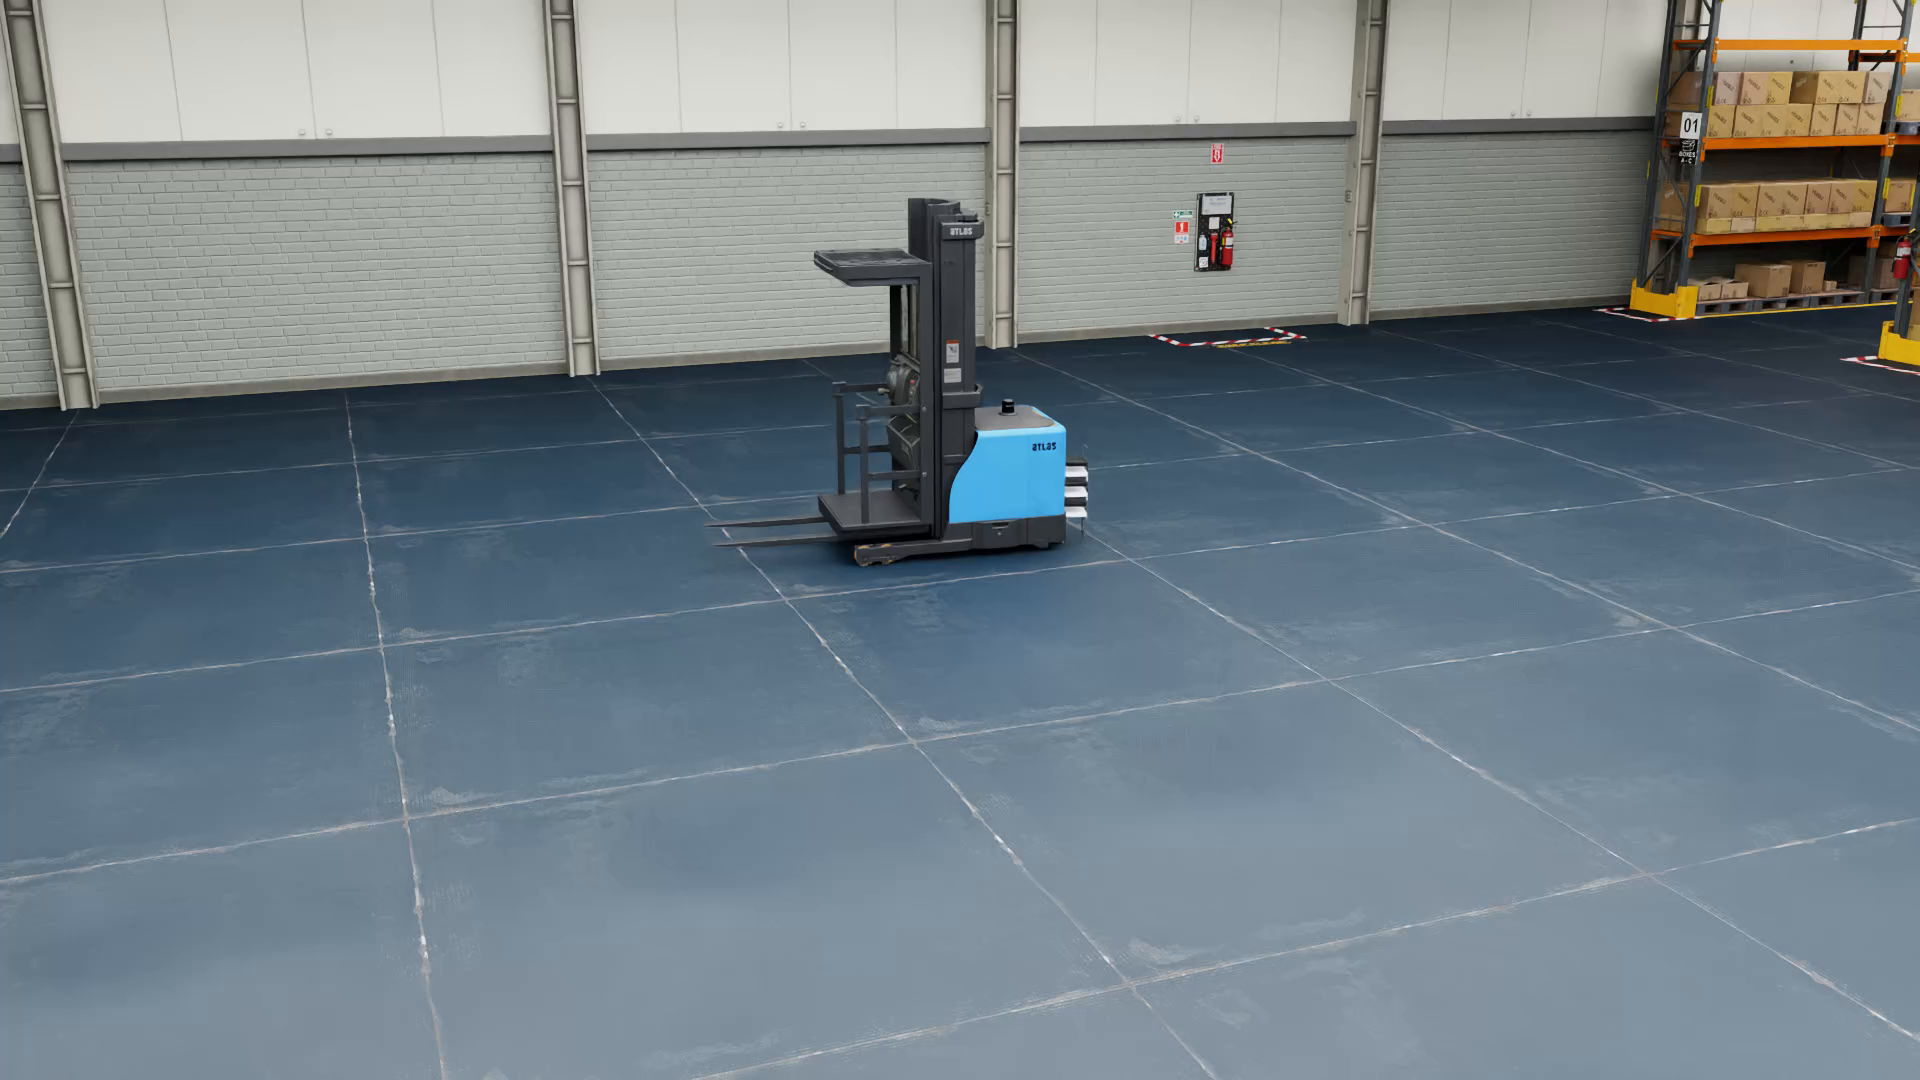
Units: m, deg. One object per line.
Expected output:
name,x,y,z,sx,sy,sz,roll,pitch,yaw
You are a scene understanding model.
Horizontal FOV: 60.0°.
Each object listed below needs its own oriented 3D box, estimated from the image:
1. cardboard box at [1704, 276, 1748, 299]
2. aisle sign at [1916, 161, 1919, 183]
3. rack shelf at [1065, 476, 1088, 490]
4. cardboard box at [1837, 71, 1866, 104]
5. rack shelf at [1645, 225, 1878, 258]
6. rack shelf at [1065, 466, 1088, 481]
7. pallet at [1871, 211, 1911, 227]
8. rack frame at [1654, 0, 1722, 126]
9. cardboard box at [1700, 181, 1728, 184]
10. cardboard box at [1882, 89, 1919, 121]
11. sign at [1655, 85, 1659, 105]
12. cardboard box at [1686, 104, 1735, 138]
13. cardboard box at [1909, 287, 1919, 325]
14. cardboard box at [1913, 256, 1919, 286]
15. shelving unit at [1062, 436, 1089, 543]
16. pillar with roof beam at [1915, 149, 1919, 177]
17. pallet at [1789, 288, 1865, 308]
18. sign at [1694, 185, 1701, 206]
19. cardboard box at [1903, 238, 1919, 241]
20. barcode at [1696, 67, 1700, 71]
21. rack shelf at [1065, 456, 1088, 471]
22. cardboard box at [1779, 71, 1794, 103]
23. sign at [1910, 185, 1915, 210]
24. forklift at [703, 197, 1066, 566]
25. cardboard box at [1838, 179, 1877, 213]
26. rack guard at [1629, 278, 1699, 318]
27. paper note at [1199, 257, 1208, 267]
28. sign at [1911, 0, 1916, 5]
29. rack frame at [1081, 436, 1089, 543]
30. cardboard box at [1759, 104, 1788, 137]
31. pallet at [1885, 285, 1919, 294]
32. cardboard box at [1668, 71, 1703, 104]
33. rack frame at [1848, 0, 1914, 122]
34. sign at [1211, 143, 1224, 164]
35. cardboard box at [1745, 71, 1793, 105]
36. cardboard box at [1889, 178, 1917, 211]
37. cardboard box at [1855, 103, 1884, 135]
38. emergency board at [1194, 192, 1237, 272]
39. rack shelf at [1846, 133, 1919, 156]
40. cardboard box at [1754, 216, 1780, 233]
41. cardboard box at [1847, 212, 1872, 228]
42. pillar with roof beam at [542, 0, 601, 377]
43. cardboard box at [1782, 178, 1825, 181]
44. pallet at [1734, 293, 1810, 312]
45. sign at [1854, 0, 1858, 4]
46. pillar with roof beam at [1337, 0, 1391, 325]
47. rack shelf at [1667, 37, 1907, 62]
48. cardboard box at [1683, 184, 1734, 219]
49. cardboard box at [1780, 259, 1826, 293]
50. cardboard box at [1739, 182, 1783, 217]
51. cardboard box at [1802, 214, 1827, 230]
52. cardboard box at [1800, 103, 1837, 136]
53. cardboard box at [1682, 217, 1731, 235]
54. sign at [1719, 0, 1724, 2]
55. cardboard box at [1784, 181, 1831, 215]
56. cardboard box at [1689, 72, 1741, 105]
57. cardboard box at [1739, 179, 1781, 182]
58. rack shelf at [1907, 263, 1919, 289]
cardboard box,12.666,-4.192,27.542,0.500,0.311,0.500,-5,17,-15
aisle sign,13.065,-5.183,22.310,0.004,0.787,0.394,-6,17,-20
rack shelf,0.989,-0.493,14.474,0.200,0.077,0.258,-2,16,-6
cardboard box,14.309,-7.367,27.052,0.500,0.500,0.500,-5,17,-17
rack shelf,13.323,-5.024,27.661,4.000,0.370,1.077,-6,17,-20
rack shelf,0.989,-0.579,14.450,0.200,0.077,0.258,-2,16,-6
pallet,15.956,-5.518,28.405,1.213,0.211,1.003,-6,17,-20
rack frame,11.455,-8.046,26.027,0.127,3.000,1.000,-6,17,-20
cardboard box,12.293,-5.617,27.302,0.500,0.500,0.500,-6,17,-19
cardboard box,15.730,-7.294,27.866,0.500,0.500,0.500,-4,17,-12
sign,11.276,-7.180,26.829,0.005,0.325,0.100,-6,17,-20
cardboard box,11.857,-6.633,26.324,0.500,0.500,0.500,-6,17,-19
cardboard box,13.626,-3.239,23.109,0.500,0.500,0.500,-6,17,-20
cardboard box,16.337,-4.727,29.026,0.500,0.500,0.700,-7,18,-21
shelving unit,0.990,-0.438,14.490,0.210,0.900,0.258,-2,16,-6
pillar with roof beam,18.943,-7.817,25.246,0.400,9.000,9.100,-6,17,-20
pallet,14.576,-4.156,28.377,1.213,0.211,1.003,-6,17,-20
sign,11.650,-5.440,26.265,0.005,0.325,0.100,-6,17,-20
cardboard box,16.766,-5.120,29.034,0.500,0.250,0.500,-7,18,-22
barcode,11.940,-7.626,26.902,0.075,0.075,0.001,-6,17,-20
rack shelf,0.989,-0.666,14.425,0.200,0.077,0.258,-2,16,-6
cardboard box,13.211,-7.407,27.187,0.500,0.500,0.500,-6,17,-20
sign,13.050,-4.678,22.730,0.005,0.325,0.100,-6,17,-20
forklift,-0.662,-1.355,14.010,3.031,2.935,1.130,-4,17,-15
cardboard box,14.860,-5.740,27.719,0.500,0.500,0.500,-6,17,-20
rack guard,11.526,-3.976,27.251,0.348,0.500,1.175,-6,17,-20
paper note,3.686,-4.200,25.139,0.142,0.148,0.016,-6,17,-20
sign,15.368,-8.791,26.765,0.005,0.325,0.100,-6,17,-20
rack frame,1.091,-0.441,14.500,0.006,0.900,0.240,-2,16,-6
cardboard box,12.855,-6.731,26.658,0.500,0.500,0.500,-5,17,-18
pallet,17.058,-4.436,29.330,1.213,0.211,1.003,-6,17,-20
cardboard box,11.765,-7.257,26.674,0.500,0.500,0.500,-5,17,-18
rack frame,15.191,-8.450,27.401,0.127,3.000,1.000,-6,17,-20
sign,3.832,-5.760,24.774,0.199,0.298,0.001,-6,17,-20
cardboard box,12.863,-7.211,26.520,0.500,0.500,0.500,-6,17,-19
cardboard box,16.202,-5.927,28.499,0.500,0.500,0.700,-4,17,-14
cardboard box,14.805,-6.952,27.411,0.500,0.500,0.500,-6,17,-19
emergency board,3.876,-4.622,25.014,0.643,1.169,0.194,-6,17,-20
rack shelf,17.058,-6.867,28.611,4.000,0.370,1.077,-6,17,-20
cardboard box,12.982,-5.177,27.135,0.500,0.250,0.500,-6,18,-21
cardboard box,14.857,-5.381,27.830,0.500,0.250,0.500,-6,17,-20
pillar with roof beam,-3.468,-5.397,17.006,0.400,9.000,9.100,-6,17,-20
cardboard box,14.193,-5.825,28.010,0.500,0.500,0.500,-6,17,-20
pallet,13.435,-4.032,27.954,1.213,0.211,1.003,-6,17,-20
sign,14.987,-9.119,27.742,0.005,0.325,0.100,-6,17,-20
pillar with roof beam,7.737,-6.607,21.126,0.400,9.000,9.100,-6,17,-20
rack shelf,13.323,-7.901,26.816,4.000,0.370,1.077,-6,17,-20
cardboard box,12.009,-5.434,26.680,0.500,0.500,0.500,-6,17,-20
cardboard box,14.236,-4.468,28.144,0.500,0.500,0.500,-8,18,-24
cardboard box,12.959,-5.532,27.012,0.500,0.500,0.500,-7,18,-22
cardboard box,13.924,-5.278,27.480,0.500,0.250,0.500,-6,17,-20
cardboard box,13.827,-6.838,27.025,0.500,0.500,0.500,-7,18,-22
cardboard box,12.025,-5.071,26.774,0.500,0.250,0.500,-7,18,-22
sign,11.650,-8.390,25.398,0.005,0.325,0.100,-6,17,-20
cardboard box,13.922,-5.640,27.379,0.500,0.500,0.500,-7,18,-22
cardboard box,11.902,-7.119,26.207,0.500,0.500,0.500,-8,18,-24
cardboard box,13.245,-5.721,27.656,0.500,0.500,0.500,-6,17,-19
rack shelf,15.099,-3.721,23.224,4.000,0.370,1.077,-6,17,-20
